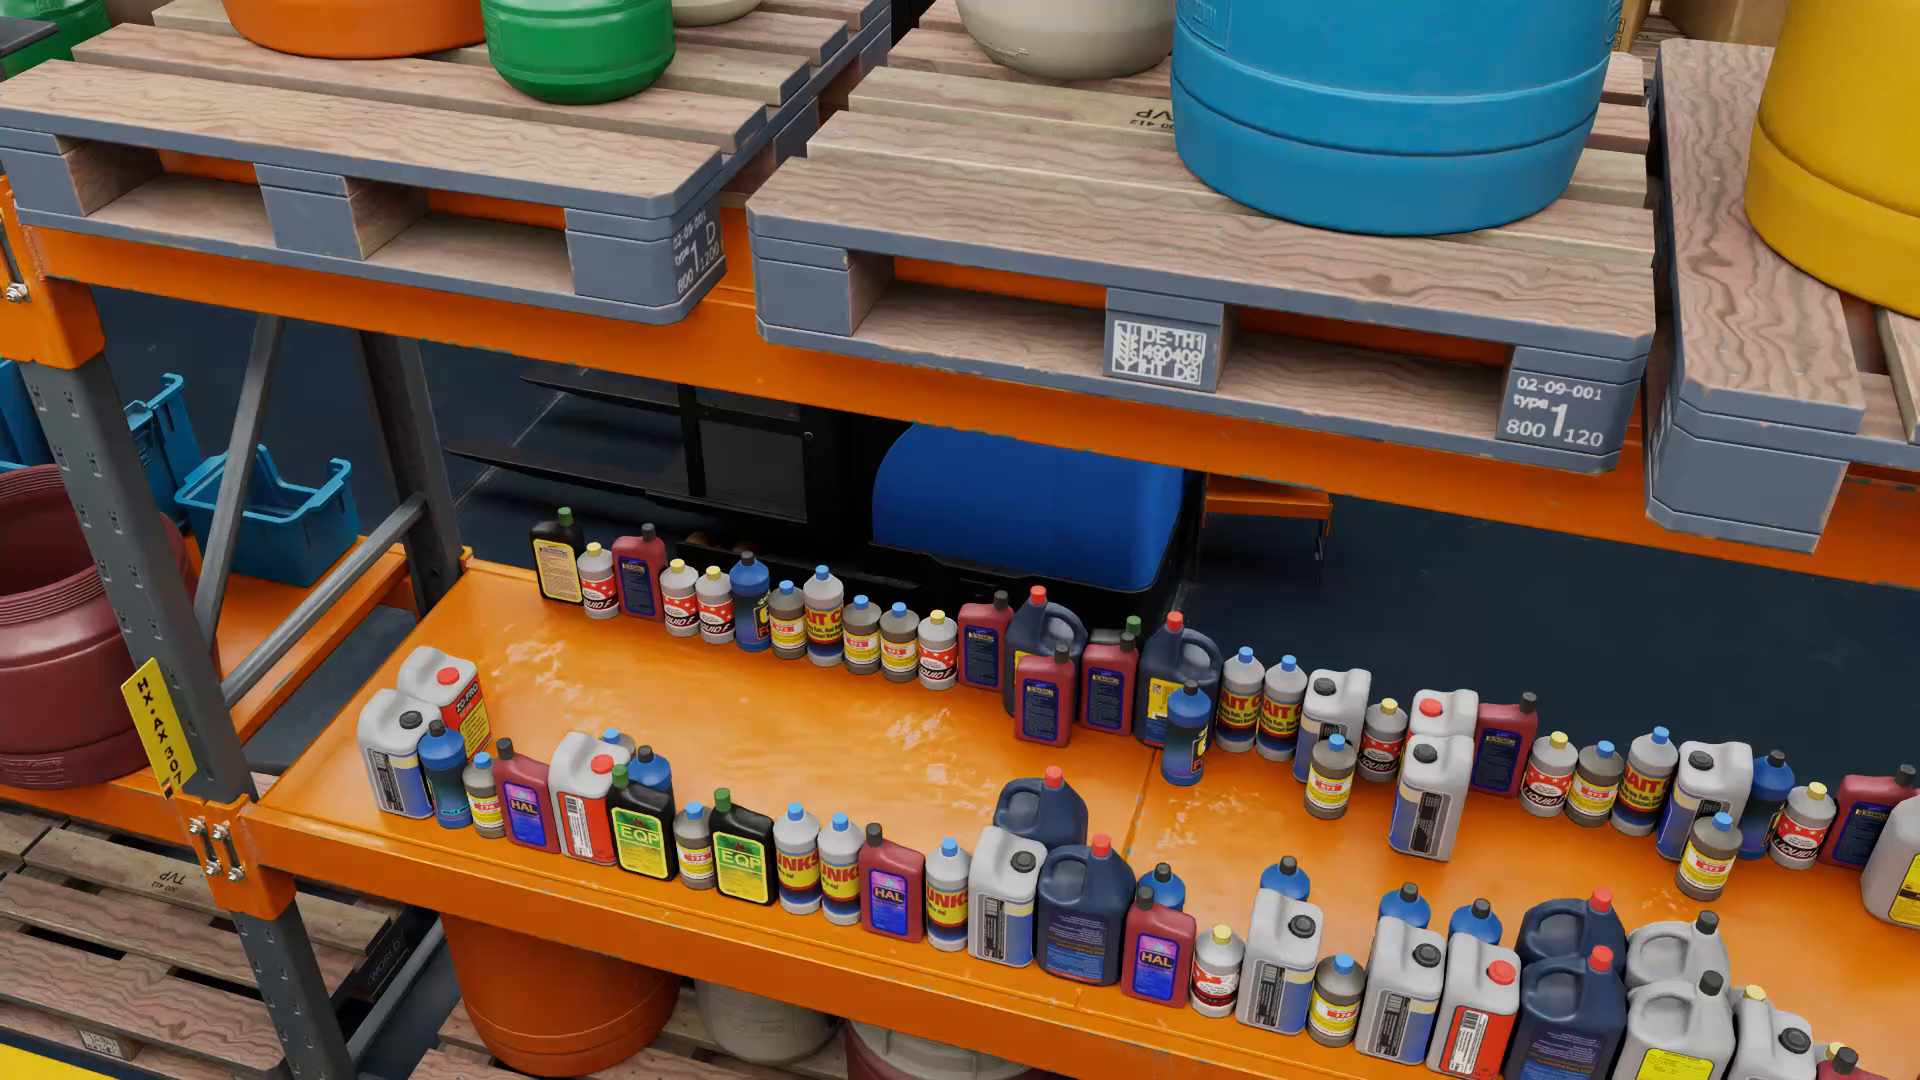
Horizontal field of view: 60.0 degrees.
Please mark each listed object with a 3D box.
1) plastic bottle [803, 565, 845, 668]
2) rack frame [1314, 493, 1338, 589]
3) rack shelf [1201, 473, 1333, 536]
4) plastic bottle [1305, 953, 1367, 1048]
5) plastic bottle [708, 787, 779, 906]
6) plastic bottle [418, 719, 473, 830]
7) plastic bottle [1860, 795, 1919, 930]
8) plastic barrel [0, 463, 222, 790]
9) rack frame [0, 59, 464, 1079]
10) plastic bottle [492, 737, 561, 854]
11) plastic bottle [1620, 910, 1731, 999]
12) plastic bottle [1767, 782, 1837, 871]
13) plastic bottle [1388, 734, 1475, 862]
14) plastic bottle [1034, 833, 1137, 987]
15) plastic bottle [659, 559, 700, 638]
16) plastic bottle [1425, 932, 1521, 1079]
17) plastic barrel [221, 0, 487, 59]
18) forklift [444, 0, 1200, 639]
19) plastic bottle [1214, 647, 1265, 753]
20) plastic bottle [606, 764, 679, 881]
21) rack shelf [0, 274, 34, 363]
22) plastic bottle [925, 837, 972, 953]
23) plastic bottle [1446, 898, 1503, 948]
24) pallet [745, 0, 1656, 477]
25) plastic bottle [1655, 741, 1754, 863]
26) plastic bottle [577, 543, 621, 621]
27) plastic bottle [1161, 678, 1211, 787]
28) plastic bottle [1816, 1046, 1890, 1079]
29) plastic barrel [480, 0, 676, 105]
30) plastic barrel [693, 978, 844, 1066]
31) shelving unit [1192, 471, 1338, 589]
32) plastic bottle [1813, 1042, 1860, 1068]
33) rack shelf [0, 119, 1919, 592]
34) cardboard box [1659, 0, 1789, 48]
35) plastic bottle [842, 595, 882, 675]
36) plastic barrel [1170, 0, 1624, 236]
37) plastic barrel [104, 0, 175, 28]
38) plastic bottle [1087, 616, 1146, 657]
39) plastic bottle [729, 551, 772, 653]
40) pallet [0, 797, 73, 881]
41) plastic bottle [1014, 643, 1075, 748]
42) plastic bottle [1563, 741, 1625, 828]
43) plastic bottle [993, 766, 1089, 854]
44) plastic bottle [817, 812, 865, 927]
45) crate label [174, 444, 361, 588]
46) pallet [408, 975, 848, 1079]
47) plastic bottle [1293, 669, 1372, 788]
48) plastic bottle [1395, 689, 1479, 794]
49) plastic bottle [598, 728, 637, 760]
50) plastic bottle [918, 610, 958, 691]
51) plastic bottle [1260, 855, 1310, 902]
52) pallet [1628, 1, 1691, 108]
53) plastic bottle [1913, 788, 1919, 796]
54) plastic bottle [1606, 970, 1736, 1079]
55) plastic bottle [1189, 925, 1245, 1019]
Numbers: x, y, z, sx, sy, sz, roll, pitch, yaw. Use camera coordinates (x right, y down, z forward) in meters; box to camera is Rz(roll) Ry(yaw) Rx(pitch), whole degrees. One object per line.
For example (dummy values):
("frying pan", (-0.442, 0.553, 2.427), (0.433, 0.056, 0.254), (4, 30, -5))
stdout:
("plastic bottle", (-0.332, 0.179, 4.085), (0.097, 0.271, 0.097), (0, 36, 0))
("rack frame", (1.418, -0.361, 6.229), (0.015, 1.200, 0.240), (3, 36, 5))
("rack shelf", (1.175, -0.162, 6.406), (0.480, 0.148, 0.258), (3, 36, 5))
("plastic bottle", (0.726, 0.874, 3.199), (0.097, 0.201, 0.097), (0, 36, 0))
("plastic bottle", (-0.449, 0.635, 3.455), (0.133, 0.283, 0.061), (10, 38, 14))
("plastic bottle", (-1.123, 0.504, 3.643), (0.097, 0.271, 0.097), (0, 36, 0))
("plastic bottle", (1.998, 0.631, 3.404), (0.185, 0.351, 0.144), (10, 38, 14))
("plastic barrel", (-2.076, 0.191, 3.845), (0.708, 0.536, 0.600), (10, 38, 14))
("rack frame", (-1.542, 0.157, 4.007), (0.127, 3.000, 1.000), (10, 38, 14))
("plastic bottle", (-0.925, 0.547, 3.575), (0.133, 0.283, 0.061), (10, 38, 14))
("plastic bottle", (1.344, 0.825, 3.141), (0.185, 0.351, 0.144), (10, 38, 14))
("plastic bottle", (1.810, 0.604, 3.567), (0.097, 0.201, 0.097), (0, 36, 0))
("plastic bottle", (1.018, 0.539, 3.592), (0.135, 0.276, 0.152), (10, 38, 14))
("plastic bottle", (0.249, 0.712, 3.294), (0.185, 0.351, 0.144), (10, 38, 14))
("plastic bottle", (-0.704, 0.138, 4.199), (0.097, 0.201, 0.097), (0, 36, 0))
("plastic bottle", (0.973, 0.873, 3.138), (0.135, 0.276, 0.152), (10, 38, 14))
("plastic barrel", (-1.001, -1.291, 2.727), (0.708, 0.830, 0.600), (10, 38, 14))
("forklift", (-0.600, -1.295, 6.037), (3.031, 2.935, 1.130), (11, 38, 14))
("plastic bottle", (0.647, 0.360, 3.839), (0.097, 0.271, 0.097), (0, 36, 0))
("plastic bottle", (-0.670, 0.594, 3.510), (0.133, 0.283, 0.061), (10, 38, 14))
("rack shelf", (-3.451, -1.115, 3.811), (4.000, 0.370, 1.077), (10, 38, 14))
("plastic bottle", (-0.021, 0.708, 3.366), (0.097, 0.271, 0.097), (0, 36, 0))
("plastic bottle", (0.993, 0.801, 3.240), (0.097, 0.271, 0.097), (0, 36, 0))
("pallet", (0.415, -0.550, 2.596), (1.213, 0.211, 1.003), (10, 38, 14))
("plastic bottle", (1.598, 0.552, 3.575), (0.135, 0.276, 0.152), (10, 38, 14))
("plastic bottle", (-0.924, 0.098, 4.255), (0.097, 0.201, 0.097), (0, 36, 0))
("plastic bottle", (0.511, 0.425, 3.751), (0.097, 0.271, 0.097), (0, 36, 0))
("plastic bottle", (1.569, 1.009, 2.947), (0.133, 0.283, 0.061), (10, 38, 14))
("plastic barrel", (-0.599, -0.841, 2.608), (0.294, 0.245, 0.294), (0, 36, 0))
("plastic barrel", (-0.505, 1.116, 4.448), (0.421, 0.512, 0.421), (0, 36, 0))
("shelving unit", (1.175, -0.376, 6.249), (0.503, 1.200, 0.258), (3, 36, 5))
("plastic bottle", (1.575, 0.994, 3.037), (0.097, 0.201, 0.097), (0, 36, 0))
("rack shelf", (0.367, -0.408, 2.850), (4.000, 0.370, 1.077), (10, 38, 14))
("cardboard box", (3.371, -2.358, 6.985), (0.500, 0.500, 0.700), (-1, 36, -2))
("plastic bottle", (-0.239, 0.224, 4.082), (0.097, 0.201, 0.097), (0, 36, 0))
("plastic barrel", (0.601, -0.931, 2.176), (0.708, 0.901, 0.600), (10, 38, 14))
("plastic barrel", (-1.747, -1.325, 3.394), (0.421, 0.512, 0.421), (0, 36, 0))
("plastic bottle", (0.366, 0.292, 3.921), (0.133, 0.283, 0.061), (10, 38, 14))
("plastic bottle", (-0.518, 0.145, 4.132), (0.097, 0.271, 0.097), (0, 36, 0))
("pallet", (-3.431, 0.904, 5.344), (1.213, 0.211, 1.003), (10, 38, 14))
("plastic bottle", (0.195, 0.350, 3.842), (0.133, 0.283, 0.061), (10, 38, 14))
("plastic bottle", (1.403, 0.528, 3.669), (0.097, 0.201, 0.097), (0, 36, 0))
("plastic bottle", (0.166, 0.602, 3.444), (0.185, 0.351, 0.144), (10, 38, 14))
("plastic bottle", (-0.241, 0.667, 3.422), (0.097, 0.271, 0.097), (0, 36, 0))
("crate label", (-1.833, -0.062, 4.446), (0.416, 0.233, 0.303), (10, 38, 14))
("pallet", (-0.777, 1.395, 4.676), (1.213, 0.211, 1.003), (10, 38, 14))
("plastic bottle", (0.842, 0.412, 3.765), (0.135, 0.276, 0.152), (10, 38, 14))
("plastic bottle", (1.064, 0.453, 3.709), (0.135, 0.276, 0.152), (10, 38, 14))
("plastic bottle", (-0.765, 0.504, 3.702), (0.097, 0.201, 0.097), (0, 36, 0))
("plastic bottle", (-0.054, 0.259, 4.036), (0.097, 0.201, 0.097), (0, 36, 0))
("plastic bottle", (0.643, 0.736, 3.328), (0.097, 0.271, 0.097), (0, 36, 0))
("pallet", (3.026, -2.064, 7.186), (1.213, 0.211, 1.003), (10, 38, 14))
("plastic bottle", (2.053, 0.604, 3.497), (0.133, 0.283, 0.061), (10, 38, 14))
("plastic bottle", (1.301, 0.906, 3.030), (0.185, 0.351, 0.144), (10, 38, 14))
("plastic bottle", (0.504, 0.833, 3.255), (0.097, 0.201, 0.097), (0, 36, 0))
